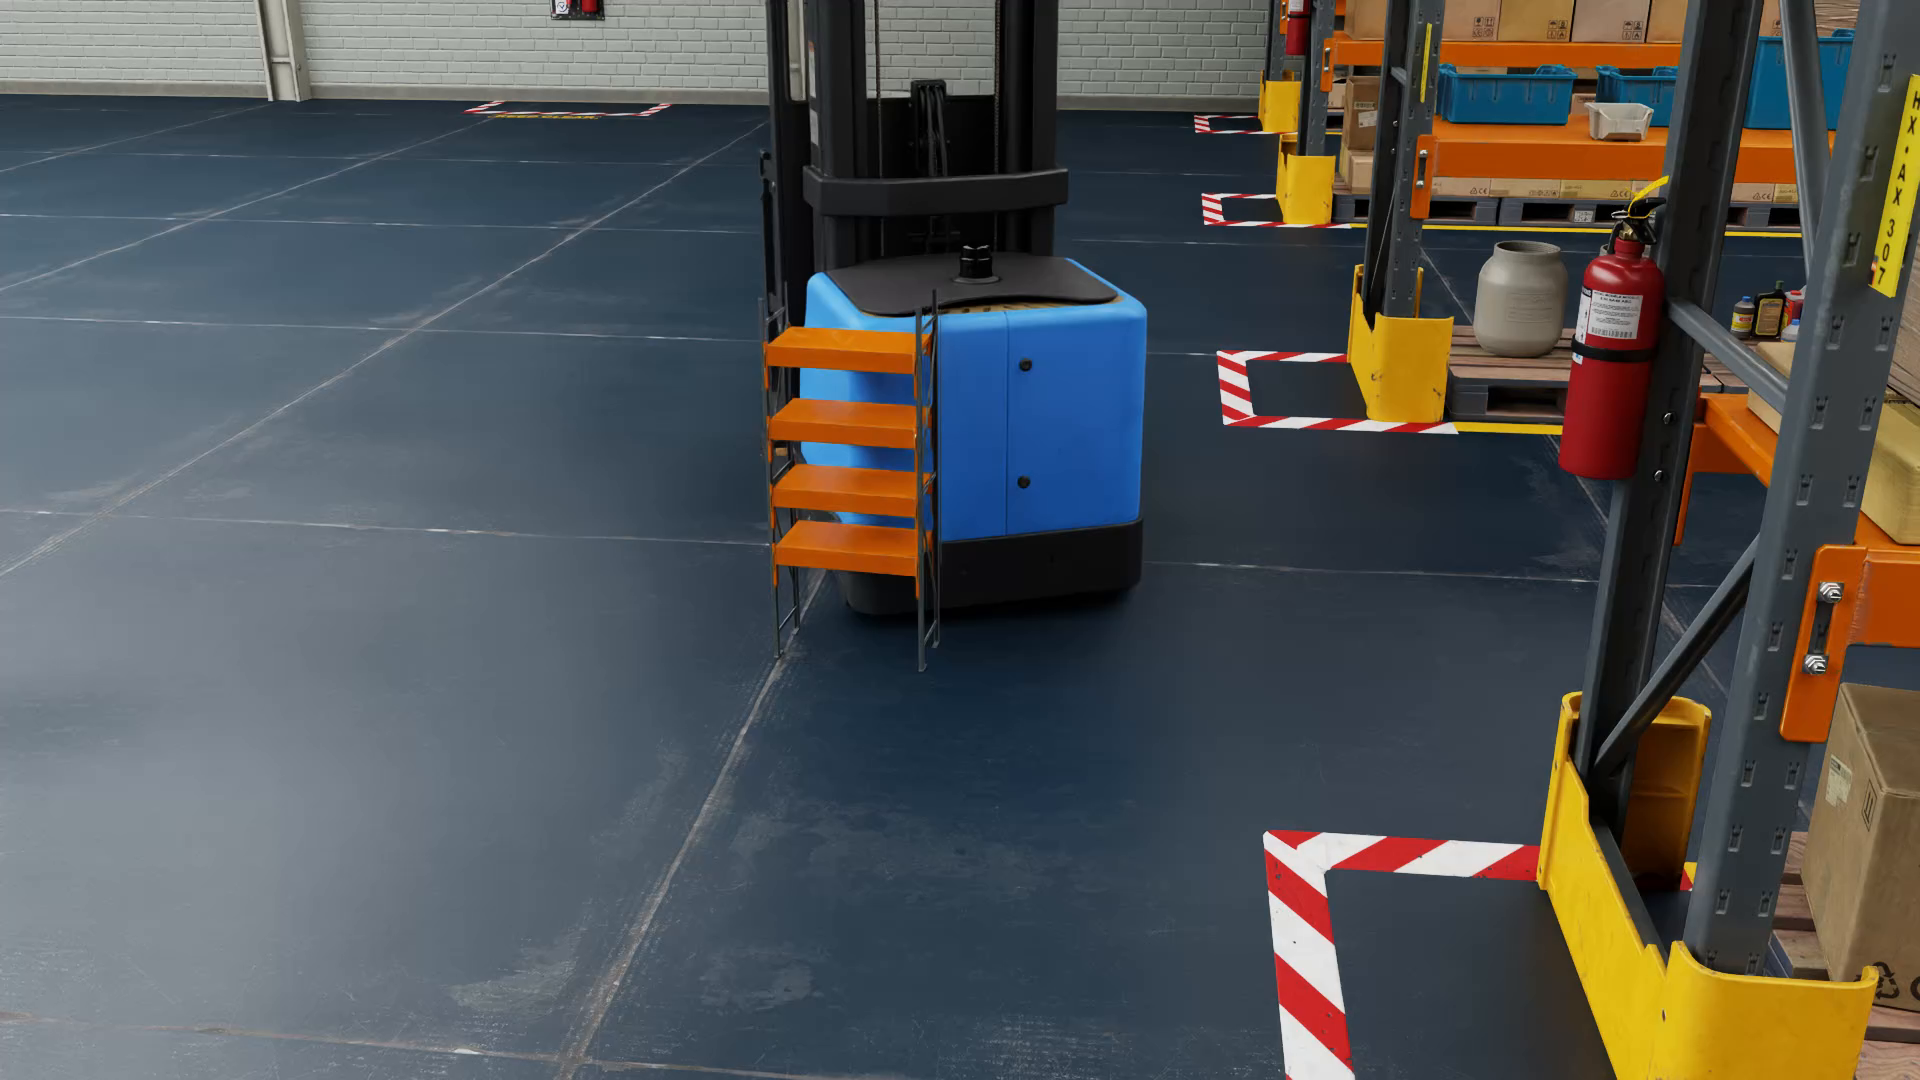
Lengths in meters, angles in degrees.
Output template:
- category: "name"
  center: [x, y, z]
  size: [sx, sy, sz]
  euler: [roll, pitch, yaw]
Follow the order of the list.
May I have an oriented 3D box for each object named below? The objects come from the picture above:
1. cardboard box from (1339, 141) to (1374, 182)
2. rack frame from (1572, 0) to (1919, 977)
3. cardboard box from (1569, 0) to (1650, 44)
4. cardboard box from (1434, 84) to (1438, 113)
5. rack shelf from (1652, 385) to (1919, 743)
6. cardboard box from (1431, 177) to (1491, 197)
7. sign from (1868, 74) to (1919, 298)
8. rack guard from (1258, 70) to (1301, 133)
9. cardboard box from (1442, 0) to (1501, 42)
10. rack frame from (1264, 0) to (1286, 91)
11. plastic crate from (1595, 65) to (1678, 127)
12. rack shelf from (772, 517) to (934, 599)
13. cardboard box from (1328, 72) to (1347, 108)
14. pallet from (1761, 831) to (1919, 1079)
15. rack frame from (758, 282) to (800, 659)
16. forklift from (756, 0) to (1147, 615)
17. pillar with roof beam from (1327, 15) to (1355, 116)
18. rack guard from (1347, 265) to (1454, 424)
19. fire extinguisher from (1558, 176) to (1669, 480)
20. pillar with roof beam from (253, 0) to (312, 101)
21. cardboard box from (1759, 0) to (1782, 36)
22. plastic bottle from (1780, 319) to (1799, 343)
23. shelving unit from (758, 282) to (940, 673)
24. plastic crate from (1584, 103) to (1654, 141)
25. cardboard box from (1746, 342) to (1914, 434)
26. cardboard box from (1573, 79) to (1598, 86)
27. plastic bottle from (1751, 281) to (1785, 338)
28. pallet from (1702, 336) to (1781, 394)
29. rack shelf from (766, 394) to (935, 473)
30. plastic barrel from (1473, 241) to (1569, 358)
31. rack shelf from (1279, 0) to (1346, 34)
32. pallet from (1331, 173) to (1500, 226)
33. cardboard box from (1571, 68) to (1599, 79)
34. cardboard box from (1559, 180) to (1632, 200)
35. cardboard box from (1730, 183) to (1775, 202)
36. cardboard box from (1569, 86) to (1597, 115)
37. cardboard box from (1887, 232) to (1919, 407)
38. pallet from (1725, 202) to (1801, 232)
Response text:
- category: "cardboard box"
  center: [3.248, -2.956, 13.007]
  size: [0.500, 0.250, 0.500]
  euler: [2, 22, 6]
- category: "rack frame"
  center: [1.511, -0.338, 3.216]
  size: [0.127, 3.000, 1.000]
  euler: [2, 22, 6]
- category: "cardboard box"
  center: [4.680, -3.911, 12.116]
  size: [0.500, 0.500, 0.700]
  euler: [3, 22, 8]
- category: "cardboard box"
  center: [3.684, -3.095, 12.337]
  size: [0.500, 0.500, 0.500]
  euler: [2, 22, 6]
- category: "rack shelf"
  center: [3.497, 0.083, 3.129]
  size: [4.000, 0.370, 1.077]
  euler: [2, 22, 6]
- category: "cardboard box"
  center: [3.684, -2.747, 12.477]
  size: [0.500, 0.250, 0.500]
  euler: [2, 22, 6]
- category: "sign"
  center: [1.447, -0.543, 2.556]
  size: [0.005, 0.325, 0.100]
  euler: [2, 22, 6]
- category: "rack guard"
  center: [3.335, -4.598, 17.390]
  size: [0.348, 0.500, 1.175]
  euler: [2, 22, 6]
- category: "cardboard box"
  center: [3.665, -3.956, 12.230]
  size: [0.500, 0.500, 0.700]
  euler: [3, 22, 8]
- category: "rack frame"
  center: [3.260, -5.764, 16.939]
  size: [0.127, 3.000, 1.000]
  euler: [2, 22, 6]
- category: "plastic crate"
  center: [3.271, -2.135, 7.963]
  size: [0.408, 0.251, 0.499]
  euler: [2, 22, 6]
- category: "rack shelf"
  center: [-0.339, 0.054, 5.394]
  size: [0.480, 0.148, 0.258]
  euler: [5, 22, 11]
- category: "cardboard box"
  center: [3.936, -4.655, 17.194]
  size: [0.500, 0.311, 0.500]
  euler: [0, 22, 0]
- category: "pallet"
  center: [2.389, 1.010, 3.599]
  size: [1.213, 0.211, 1.003]
  euler: [2, 22, 6]
- category: "rack frame"
  center: [-0.577, -0.212, 5.344]
  size: [0.015, 1.200, 0.240]
  euler: [5, 22, 11]
- category: "forklift"
  center: [-0.242, -1.621, 6.553]
  size: [1.130, 2.935, 3.031]
  euler: [-6, 22, -14]
- category: "pillar with roof beam"
  center: [3.550, -7.268, 12.583]
  size: [0.400, 9.000, 9.100]
  euler: [2, 22, 6]
- category: "rack guard"
  center: [2.175, -0.998, 8.285]
  size: [0.348, 0.500, 1.175]
  euler: [2, 22, 6]
- category: "fire extinguisher"
  center: [1.452, -0.476, 3.668]
  size: [0.183, 0.674, 0.296]
  euler: [2, 22, 6]
- category: "pillar with roof beam"
  center: [-8.366, -7.787, 13.896]
  size: [0.400, 9.000, 9.100]
  euler: [2, 22, 6]
- category: "cardboard box"
  center: [5.687, -3.866, 12.002]
  size: [0.500, 0.500, 0.700]
  euler: [2, 22, 6]
- category: "plastic bottle"
  center: [3.858, -0.890, 7.725]
  size: [0.097, 0.271, 0.097]
  euler: [0, 22, 0]
- category: "shelving unit"
  center: [-0.339, -0.193, 5.296]
  size: [0.503, 1.200, 0.258]
  euler: [5, 22, 11]
- category: "plastic crate"
  center: [2.945, -1.868, 7.443]
  size: [0.250, 0.136, 0.298]
  euler: [2, 22, 6]
- category: "cardboard box"
  center: [1.819, -0.285, 3.422]
  size: [0.250, 0.149, 0.380]
  euler: [2, 22, 6]
- category: "cardboard box"
  center: [4.739, -3.246, 12.719]
  size: [0.500, 0.500, 0.500]
  euler: [2, 22, 6]
- category: "plastic bottle"
  center: [4.088, -1.170, 8.417]
  size: [0.133, 0.283, 0.061]
  euler: [3, 22, 8]
- category: "pallet"
  center: [4.189, -0.773, 8.108]
  size: [1.213, 0.211, 1.003]
  euler: [2, 22, 6]
- category: "rack shelf"
  center: [-0.339, -0.339, 5.239]
  size: [0.480, 0.148, 0.258]
  euler: [5, 22, 11]
- category: "plastic barrel"
  center: [2.757, -1.185, 8.169]
  size: [0.421, 0.512, 0.421]
  euler: [0, 22, 0]
- category: "rack shelf"
  center: [5.246, -5.343, 16.853]
  size: [4.000, 0.370, 1.077]
  euler: [2, 22, 6]
- category: "pallet"
  center: [3.445, -2.641, 12.832]
  size: [1.213, 0.211, 1.003]
  euler: [2, 22, 6]
- category: "cardboard box"
  center: [6.197, -4.663, 16.957]
  size: [0.500, 0.500, 0.500]
  euler: [1, 22, 2]
- category: "cardboard box"
  center: [4.676, -2.702, 12.363]
  size: [0.500, 0.250, 0.500]
  euler: [2, 22, 6]
- category: "cardboard box"
  center: [5.671, -2.664, 12.267]
  size: [0.500, 0.250, 0.500]
  euler: [2, 22, 6]
- category: "cardboard box"
  center: [4.676, -3.050, 12.224]
  size: [0.500, 0.500, 0.500]
  euler: [2, 22, 6]
- category: "cardboard box"
  center: [2.054, -0.489, 3.057]
  size: [0.500, 0.500, 0.875]
  euler: [2, 22, 6]
- category: "pallet"
  center: [5.868, -2.535, 12.565]
  size: [1.213, 0.211, 1.003]
  euler: [2, 22, 6]
